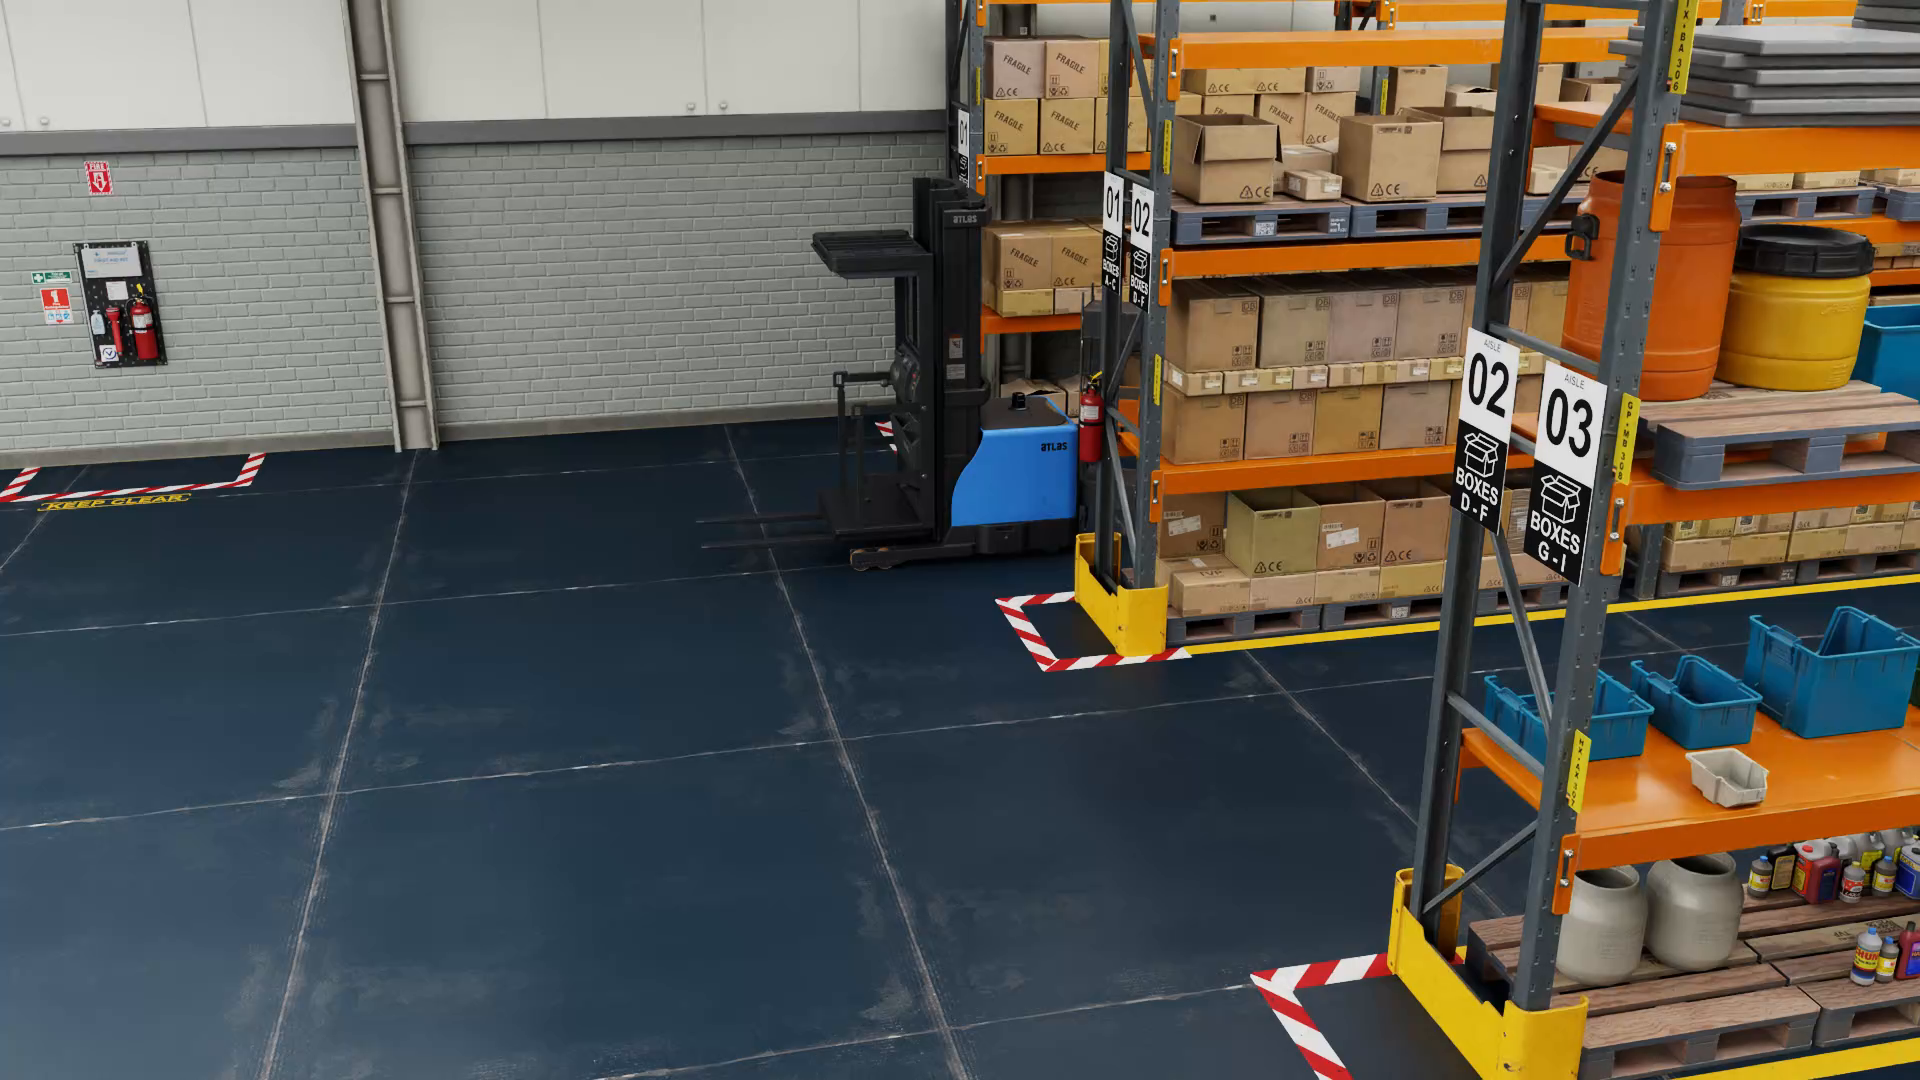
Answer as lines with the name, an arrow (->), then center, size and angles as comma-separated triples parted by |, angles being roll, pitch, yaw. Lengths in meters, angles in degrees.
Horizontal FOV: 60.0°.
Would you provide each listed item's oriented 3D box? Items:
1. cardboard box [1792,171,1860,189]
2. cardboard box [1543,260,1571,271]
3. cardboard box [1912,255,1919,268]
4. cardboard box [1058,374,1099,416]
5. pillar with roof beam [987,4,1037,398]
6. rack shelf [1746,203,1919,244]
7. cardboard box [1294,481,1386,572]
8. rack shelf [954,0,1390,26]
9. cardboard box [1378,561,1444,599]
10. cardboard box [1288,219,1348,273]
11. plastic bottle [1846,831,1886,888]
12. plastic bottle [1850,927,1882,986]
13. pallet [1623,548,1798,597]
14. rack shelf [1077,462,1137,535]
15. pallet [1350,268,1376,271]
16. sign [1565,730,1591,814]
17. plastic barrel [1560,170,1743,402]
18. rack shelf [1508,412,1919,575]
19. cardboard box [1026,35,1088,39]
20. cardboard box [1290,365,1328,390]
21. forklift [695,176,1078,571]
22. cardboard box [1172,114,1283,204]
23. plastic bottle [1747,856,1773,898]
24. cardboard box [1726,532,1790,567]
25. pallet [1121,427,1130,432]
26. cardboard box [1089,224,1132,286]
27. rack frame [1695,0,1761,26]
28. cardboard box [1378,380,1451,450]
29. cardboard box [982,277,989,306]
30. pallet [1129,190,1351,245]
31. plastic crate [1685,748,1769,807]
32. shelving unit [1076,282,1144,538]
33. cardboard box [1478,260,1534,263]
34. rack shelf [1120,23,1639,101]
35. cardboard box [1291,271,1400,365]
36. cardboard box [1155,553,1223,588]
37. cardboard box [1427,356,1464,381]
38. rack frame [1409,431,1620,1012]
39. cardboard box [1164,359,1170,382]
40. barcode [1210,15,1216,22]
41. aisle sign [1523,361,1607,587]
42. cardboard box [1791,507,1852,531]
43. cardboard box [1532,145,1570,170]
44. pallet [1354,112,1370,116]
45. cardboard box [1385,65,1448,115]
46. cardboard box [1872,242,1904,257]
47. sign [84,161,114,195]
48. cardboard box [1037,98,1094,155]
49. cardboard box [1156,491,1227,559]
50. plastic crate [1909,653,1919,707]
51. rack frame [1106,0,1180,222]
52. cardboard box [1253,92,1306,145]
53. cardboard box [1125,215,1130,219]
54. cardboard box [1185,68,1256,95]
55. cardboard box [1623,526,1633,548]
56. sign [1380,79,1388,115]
cardboard box -> 6.207, -2.741, 12.182 | 0.500, 0.250, 0.500 | -7, 21, -18
cardboard box -> 4.641, -1.734, 12.157 | 0.500, 0.500, 0.700 | -5, 21, -12
cardboard box -> 10.450, -3.105, 18.267 | 0.250, 0.149, 0.380 | -5, 21, -12
cardboard box -> 1.284, -1.471, 16.738 | 0.500, 0.311, 0.500 | -3, 20, -8
pillar with roof beam -> 1.508, -4.178, 12.136 | 0.400, 9.000, 9.100 | -5, 21, -12
rack shelf -> 7.018, -2.344, 12.539 | 4.000, 0.370, 1.077 | -5, 21, -12
cardboard box -> 2.722, -0.109, 12.048 | 0.500, 0.500, 0.500 | -5, 21, -12
rack shelf -> 1.982, -5.093, 15.685 | 4.000, 0.370, 1.077 | -5, 21, -12
cardboard box -> 3.212, 0.209, 12.270 | 0.500, 0.250, 0.500 | -5, 21, -12
cardboard box -> 3.539, -2.923, 16.533 | 0.500, 0.500, 0.500 | -5, 21, -13
plastic bottle -> 4.548, 1.568, 8.384 | 0.185, 0.351, 0.144 | -4, 20, -10
plastic bottle -> 4.151, 1.895, 7.608 | 0.097, 0.271, 0.097 | 0, 20, 0
pallet -> 5.779, 0.122, 13.173 | 1.213, 0.211, 1.003 | -5, 21, -12
rack shelf -> 1.248, -0.324, 13.718 | 0.480, 0.518, 0.431 | 6, 21, 15
pallet -> 4.705, -2.695, 17.090 | 1.213, 0.211, 1.003 | -5, 21, -12
sign -> 2.437, 0.914, 6.556 | 0.005, 0.325, 0.100 | -5, 21, -12
plastic barrel -> 2.759, -1.029, 6.666 | 0.708, 0.830, 0.600 | -5, 21, -12
rack shelf -> 4.261, -0.370, 7.147 | 4.000, 0.370, 1.077 | -5, 21, -12
cardboard box -> 0.923, -4.560, 15.912 | 0.500, 0.500, 0.500 | -3, 20, -9
cardboard box -> 2.356, -1.170, 11.558 | 0.250, 0.149, 0.380 | -5, 21, -13
forklift -> -0.616, -1.331, 13.186 | 3.031, 2.935, 1.130 | -4, 21, -11
cardboard box -> 1.739, -2.563, 11.125 | 0.637, 0.503, 0.797 | -3, 20, -9
plastic bottle -> 4.001, 1.675, 8.310 | 0.097, 0.201, 0.097 | 0, 20, 0
cardboard box -> 6.019, -0.011, 12.869 | 0.500, 0.250, 0.500 | -4, 21, -11
pallet -> 2.093, -1.301, 17.060 | 1.213, 0.211, 1.003 | -5, 21, -12
cardboard box -> 1.557, -2.760, 16.086 | 0.500, 0.500, 0.500 | -5, 21, -14
rack frame -> 7.821, -5.907, 16.857 | 0.127, 3.000, 1.000 | -5, 21, -12
cardboard box -> 3.142, -1.002, 12.043 | 0.500, 0.500, 0.700 | -4, 21, -11
cardboard box -> 0.446, -2.498, 16.461 | 0.500, 0.250, 0.500 | -4, 21, -12
pallet -> 1.873, -2.213, 11.263 | 1.213, 0.211, 1.003 | -5, 21, -12
plastic crate -> 3.260, 1.020, 7.052 | 0.250, 0.136, 0.298 | -5, 21, -12
shelving unit -> 1.248, -0.993, 13.469 | 0.503, 2.100, 0.431 | 6, 21, 15
cardboard box -> 5.610, -3.160, 17.296 | 0.500, 0.500, 0.700 | -2, 20, -5
rack shelf -> 3.125, -3.249, 11.227 | 4.000, 0.370, 1.077 | -5, 21, -12
cardboard box -> 2.688, -1.575, 11.723 | 0.500, 0.500, 0.700 | -5, 21, -12
cardboard box -> 1.633, 0.154, 12.421 | 0.500, 0.250, 0.500 | -5, 21, -12
cardboard box -> 3.362, -1.252, 11.782 | 0.250, 0.149, 0.380 | -4, 20, -11
rack frame -> 2.315, 0.859, 7.107 | 0.127, 3.000, 1.000 | -5, 21, -12
cardboard box -> 1.507, -1.244, 11.762 | 0.250, 0.149, 0.380 | -5, 21, -13
barcode -> 2.476, -5.108, 16.274 | 0.075, 0.075, 0.001 | -5, 21, -12
aisle sign -> 2.312, -0.257, 6.377 | 0.004, 0.787, 0.394 | -5, 21, -12
cardboard box -> 6.523, -0.313, 12.881 | 0.500, 0.311, 0.500 | -5, 21, -14
cardboard box -> 3.995, -2.751, 11.917 | 0.500, 0.311, 0.500 | -6, 21, -15
pallet -> 4.553, -4.107, 16.577 | 1.003, 0.211, 1.213 | -5, 21, -12
cardboard box -> 4.478, -4.442, 16.464 | 0.500, 0.500, 0.500 | -2, 20, -5
cardboard box -> 9.852, -3.360, 18.019 | 0.500, 0.500, 0.500 | -4, 21, -11
sign -> -7.766, -3.265, 14.997 | 0.199, 0.298, 0.001 | -5, 21, -12
cardboard box -> 0.949, -3.895, 15.551 | 0.500, 0.500, 0.500 | -3, 20, -9
cardboard box -> 1.632, -0.199, 12.294 | 0.500, 0.500, 0.500 | -5, 21, -12
plastic crate -> 4.822, 0.655, 7.973 | 0.662, 0.188, 0.450 | -5, 21, -12
rack frame -> 1.179, -3.616, 10.603 | 0.127, 3.000, 1.000 | -5, 21, -12
cardboard box -> 2.998, -4.080, 16.055 | 0.500, 0.500, 0.500 | -6, 21, -17
cardboard box -> 1.929, -2.975, 16.674 | 0.500, 0.500, 0.500 | -4, 21, -12
cardboard box -> 2.466, -4.485, 15.710 | 0.500, 0.500, 0.500 | -5, 21, -14
cardboard box -> 5.408, -0.151, 13.254 | 0.500, 0.250, 0.500 | -5, 21, -13
sign -> 4.060, -4.244, 15.926 | 0.005, 0.325, 0.100 | -5, 21, -12
